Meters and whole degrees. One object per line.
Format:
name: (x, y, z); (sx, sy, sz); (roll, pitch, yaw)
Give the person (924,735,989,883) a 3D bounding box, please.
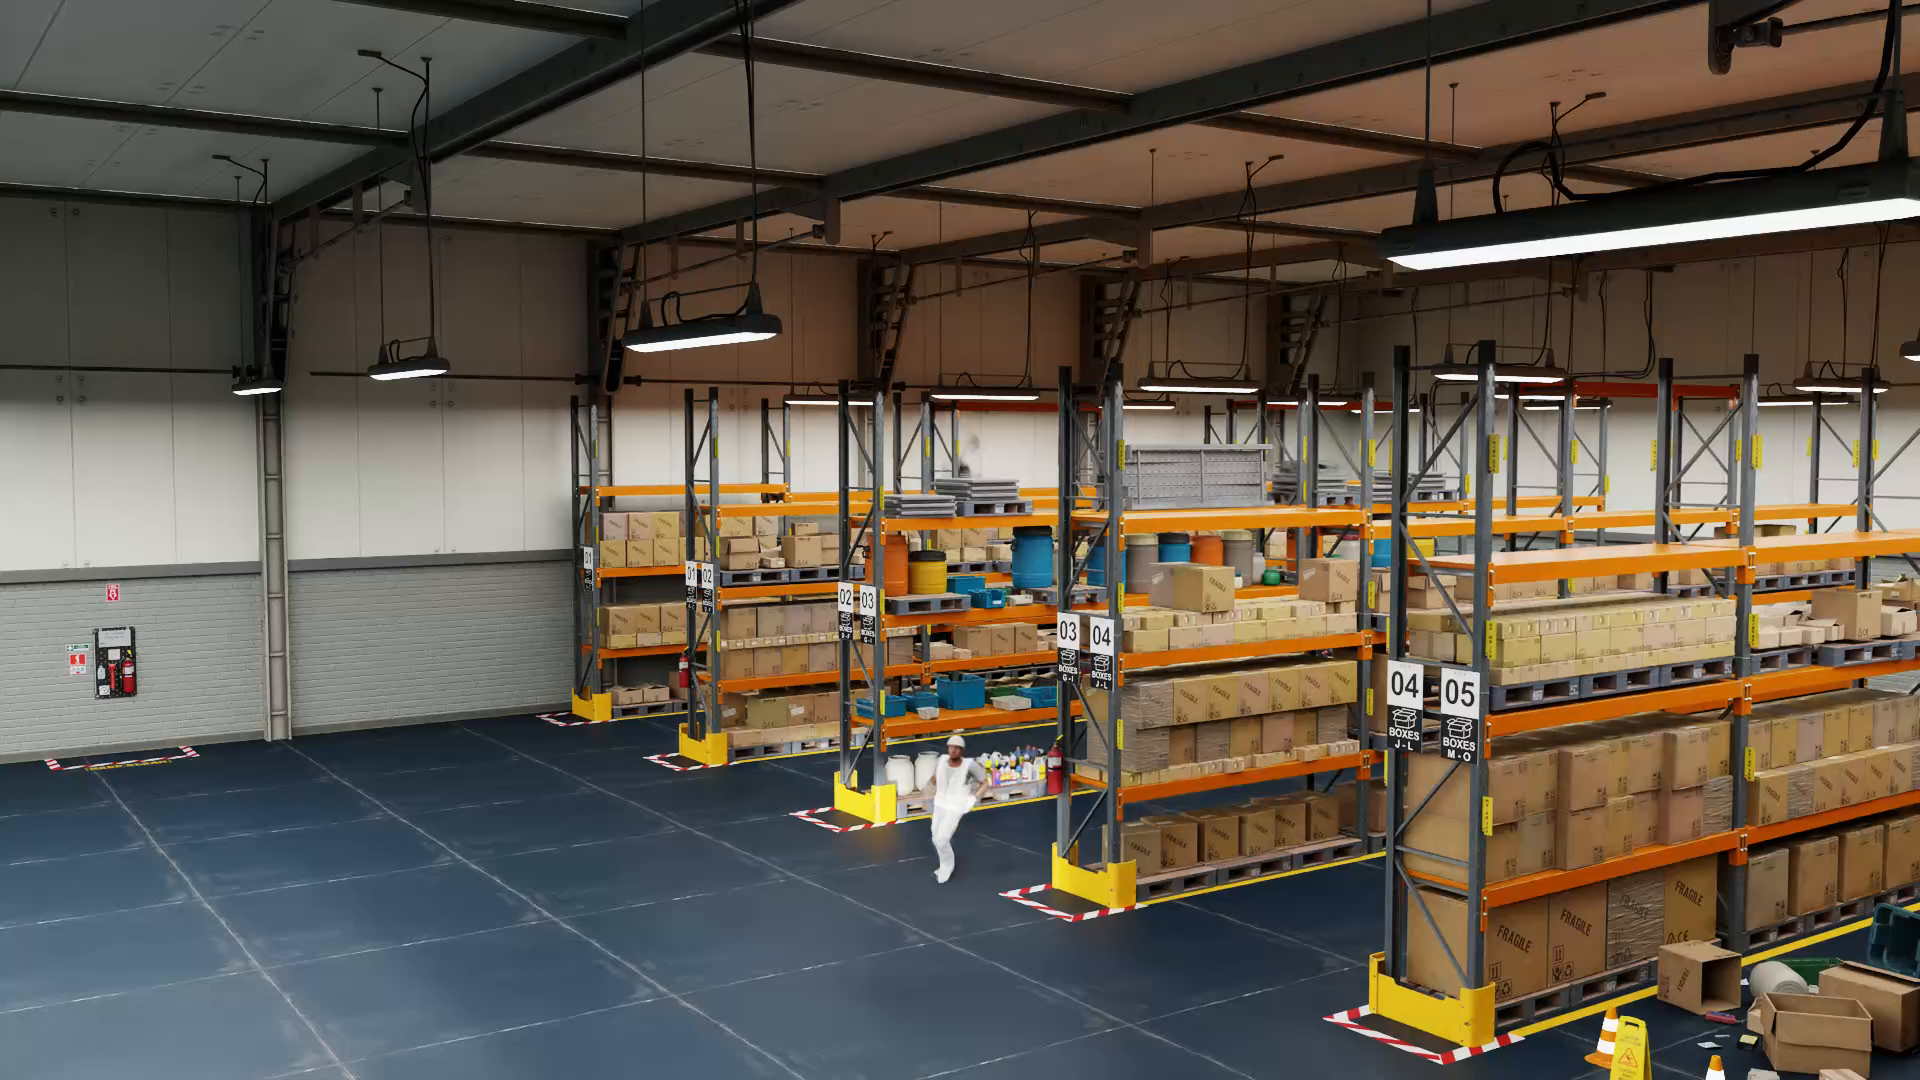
person: (-0.098, 3.139, 19.335); (0.655, 1.751, 0.646); (3, 4, 38)
